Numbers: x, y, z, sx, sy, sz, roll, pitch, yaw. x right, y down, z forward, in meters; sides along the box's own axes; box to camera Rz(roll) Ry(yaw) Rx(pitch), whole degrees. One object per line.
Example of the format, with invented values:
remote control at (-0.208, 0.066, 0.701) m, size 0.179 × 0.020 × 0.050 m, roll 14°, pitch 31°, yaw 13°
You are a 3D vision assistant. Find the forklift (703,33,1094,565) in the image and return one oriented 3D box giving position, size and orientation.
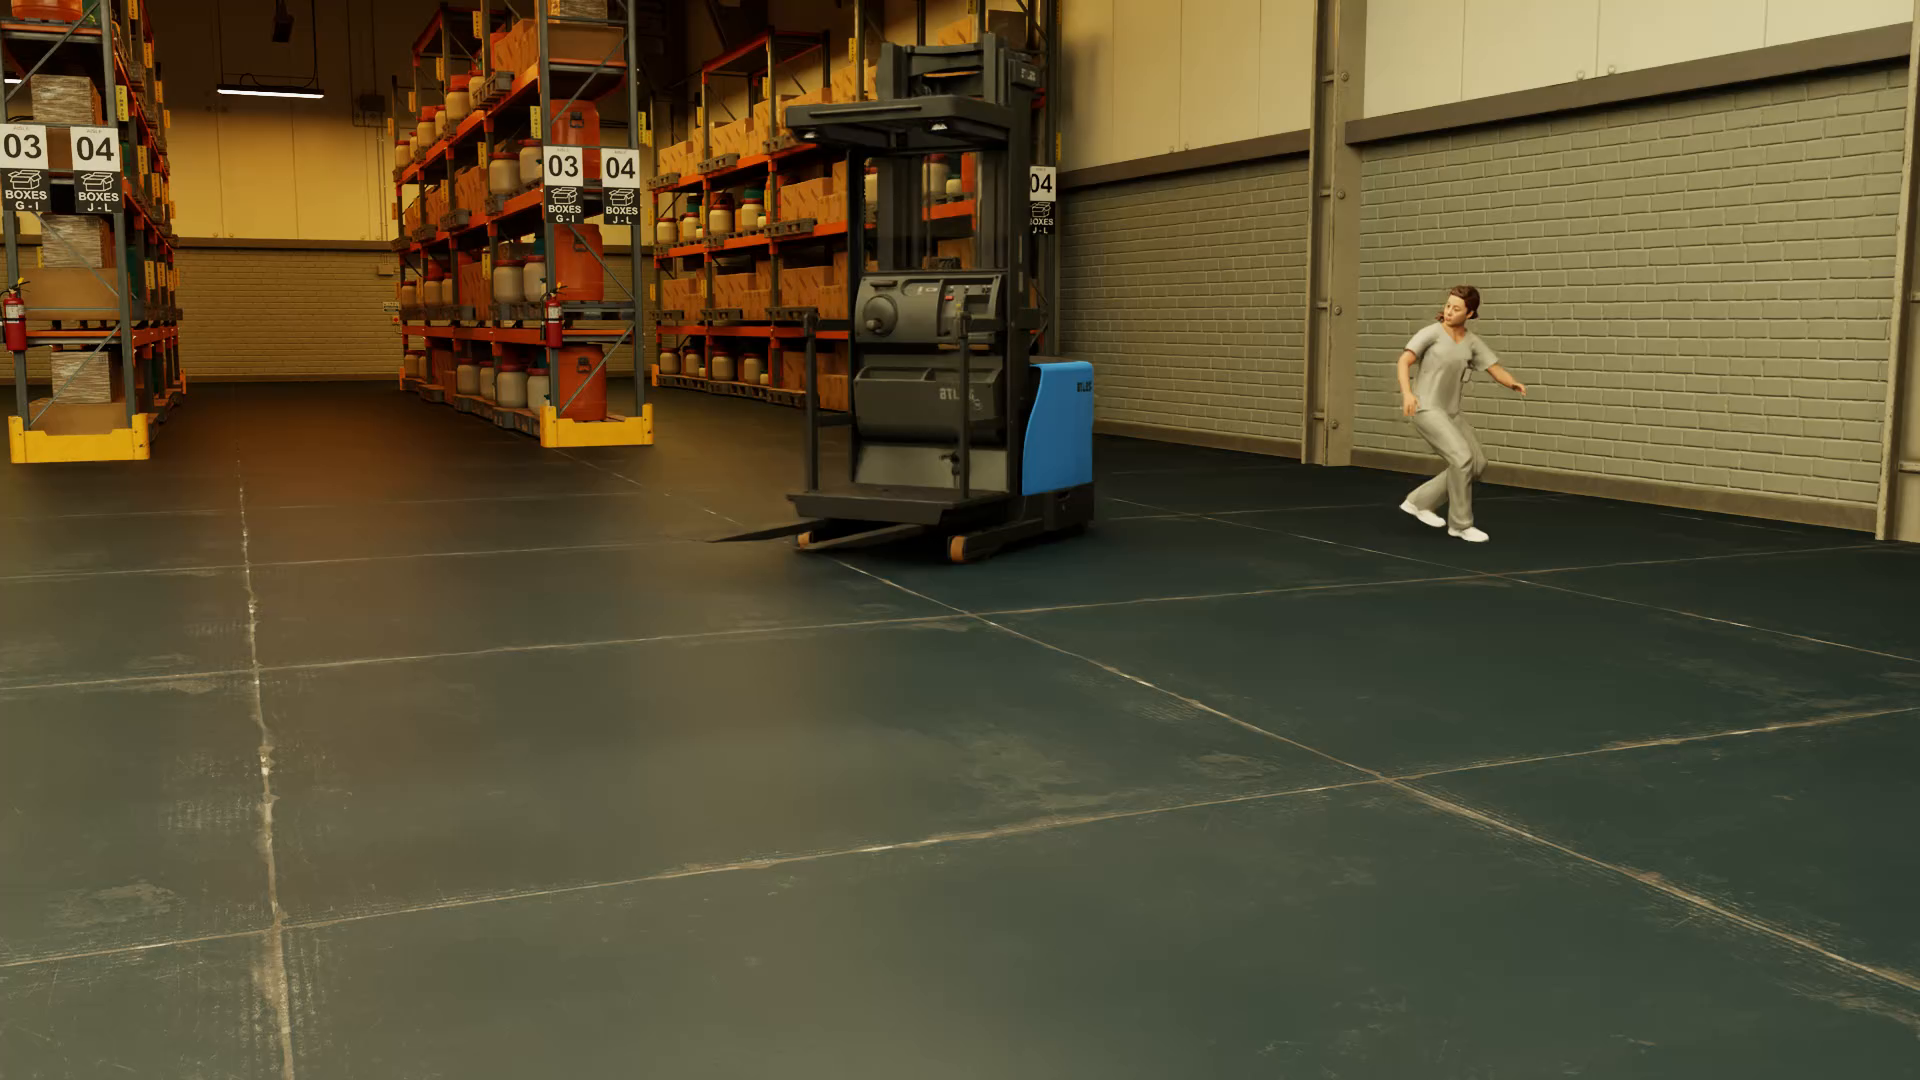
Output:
forklift at (-0.288, -1.383, 9.428) m, size 1.130 × 2.935 × 3.031 m, roll 4°, pitch 9°, yaw 28°

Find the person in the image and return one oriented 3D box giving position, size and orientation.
person at (2.992, -0.770, 10.117) m, size 0.767 × 1.545 × 0.789 m, roll -5°, pitch 9°, yaw -33°
